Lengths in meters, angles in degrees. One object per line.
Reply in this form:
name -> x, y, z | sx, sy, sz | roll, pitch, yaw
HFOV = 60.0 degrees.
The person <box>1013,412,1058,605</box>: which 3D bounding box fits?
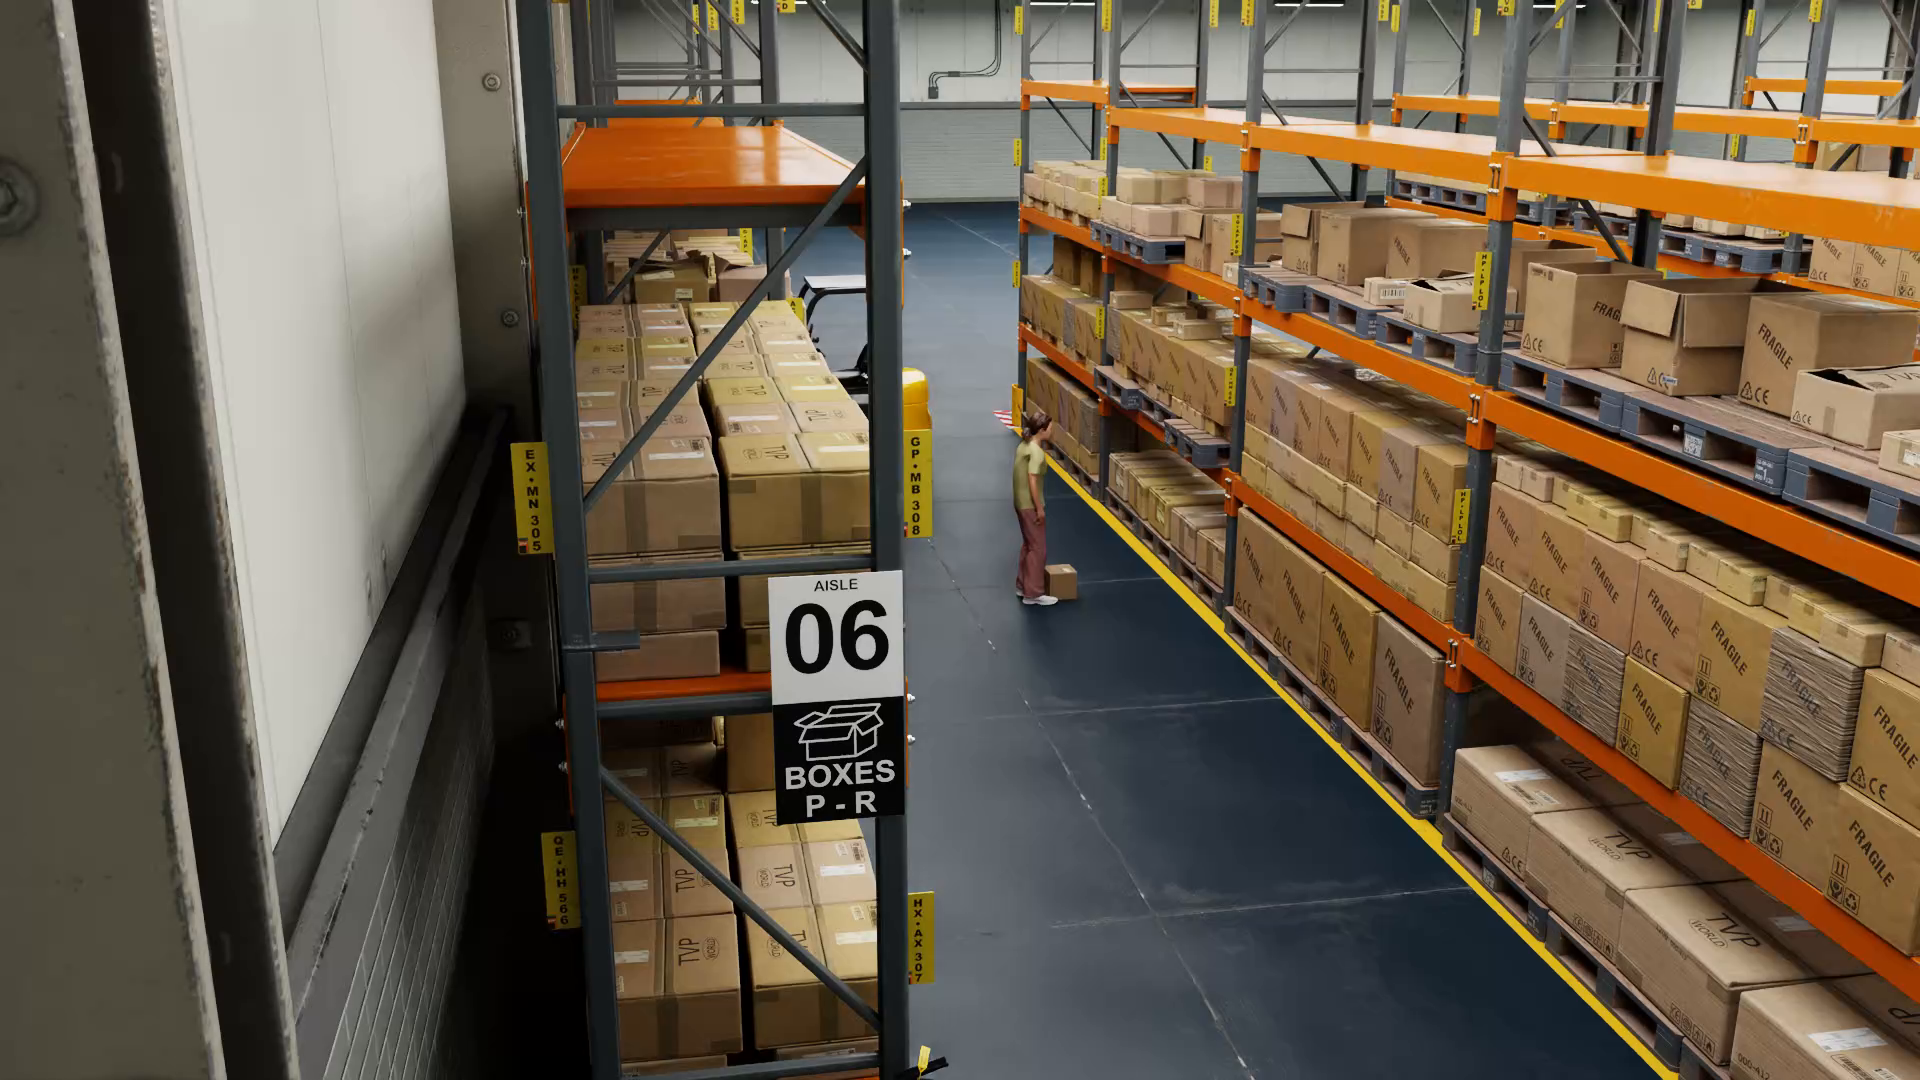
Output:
person -> 0.646, -0.290, 14.521 | 0.352, 1.673, 0.500 | -3, 17, -11
